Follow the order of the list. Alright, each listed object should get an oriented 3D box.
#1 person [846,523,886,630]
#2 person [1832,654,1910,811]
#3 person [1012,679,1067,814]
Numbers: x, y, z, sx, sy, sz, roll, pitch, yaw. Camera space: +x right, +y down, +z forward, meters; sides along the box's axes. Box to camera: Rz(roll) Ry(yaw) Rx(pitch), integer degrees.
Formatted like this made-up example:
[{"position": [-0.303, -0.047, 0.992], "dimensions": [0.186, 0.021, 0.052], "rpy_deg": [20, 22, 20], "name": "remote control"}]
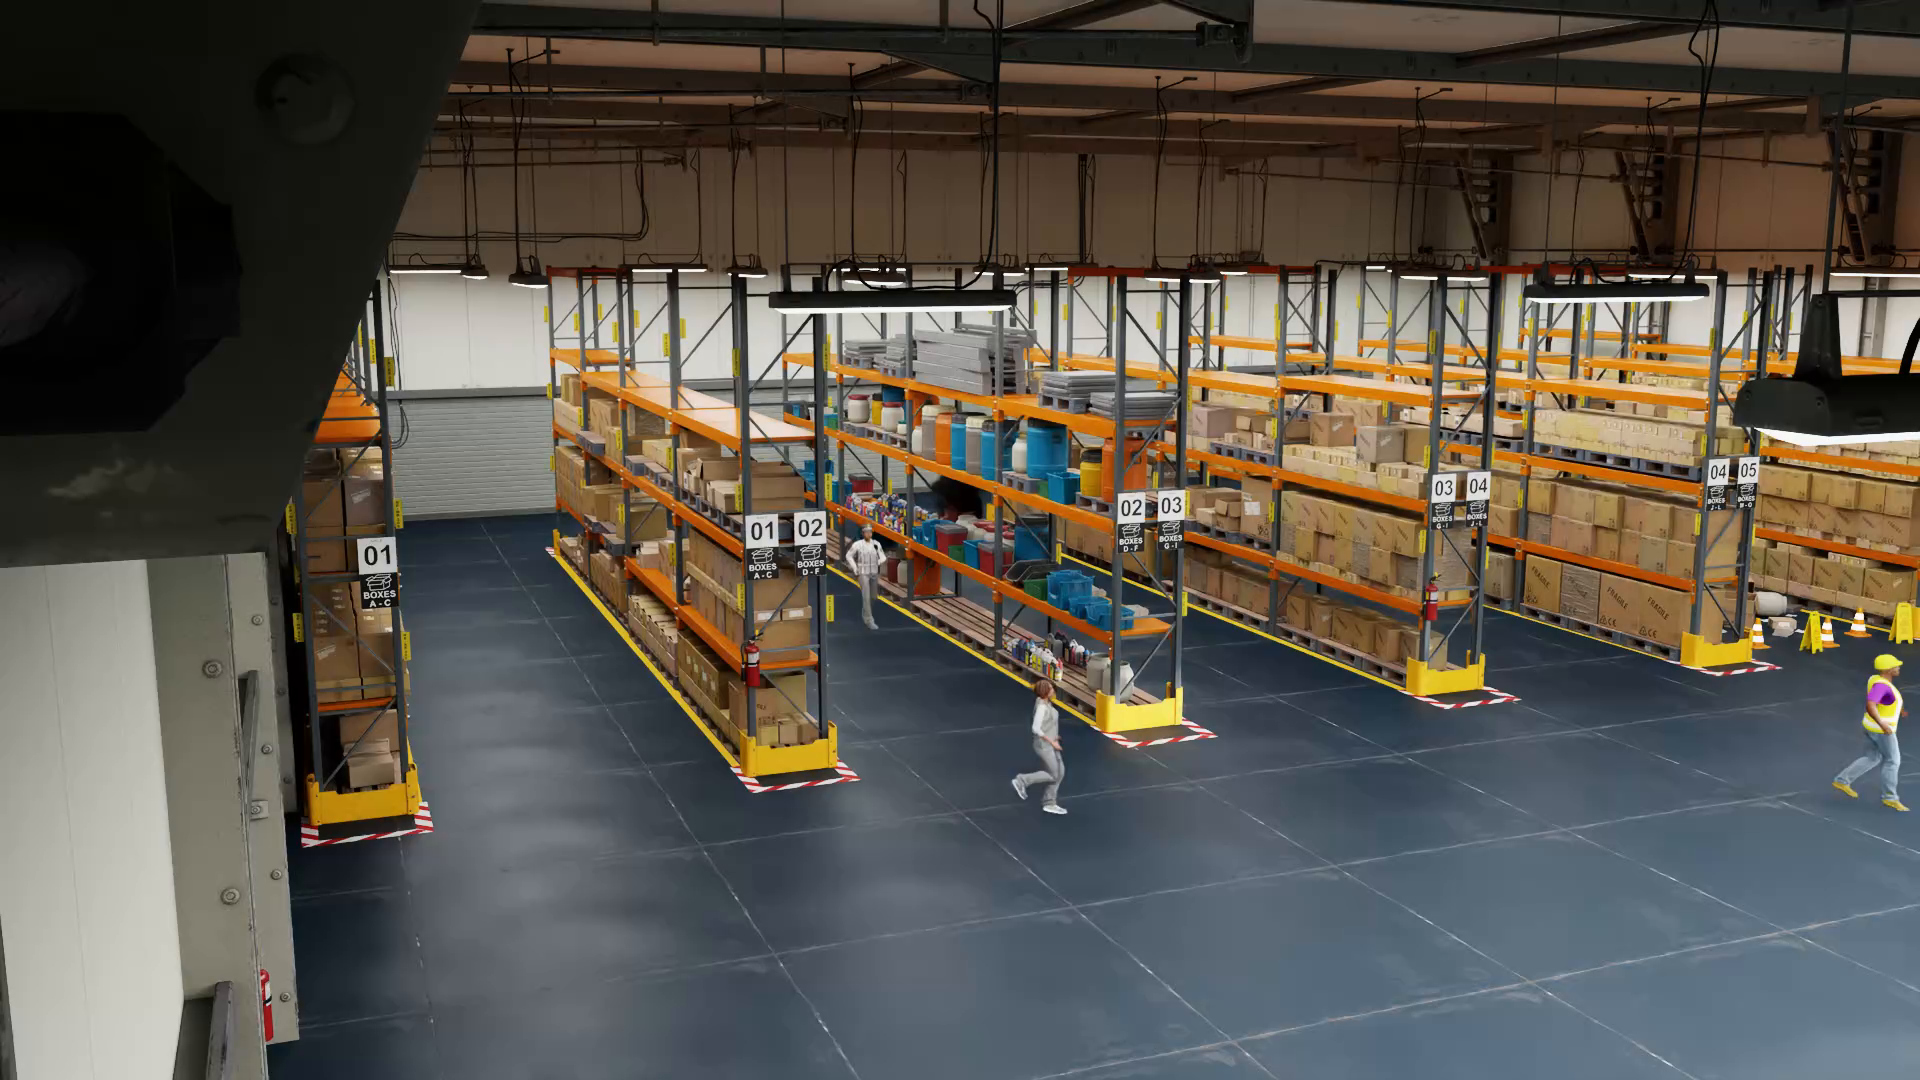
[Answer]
[{"position": [-1.487, 0.564, 26.870], "dimensions": [0.624, 1.696, 0.808], "rpy_deg": [-4, 11, -24], "name": "person"}, {"position": [10.506, 2.194, 19.048], "dimensions": [0.807, 1.817, 0.704], "rpy_deg": [3, 10, 15], "name": "person"}, {"position": [0.912, 2.337, 18.849], "dimensions": [0.623, 1.564, 0.545], "rpy_deg": [1, 10, 8], "name": "person"}]
